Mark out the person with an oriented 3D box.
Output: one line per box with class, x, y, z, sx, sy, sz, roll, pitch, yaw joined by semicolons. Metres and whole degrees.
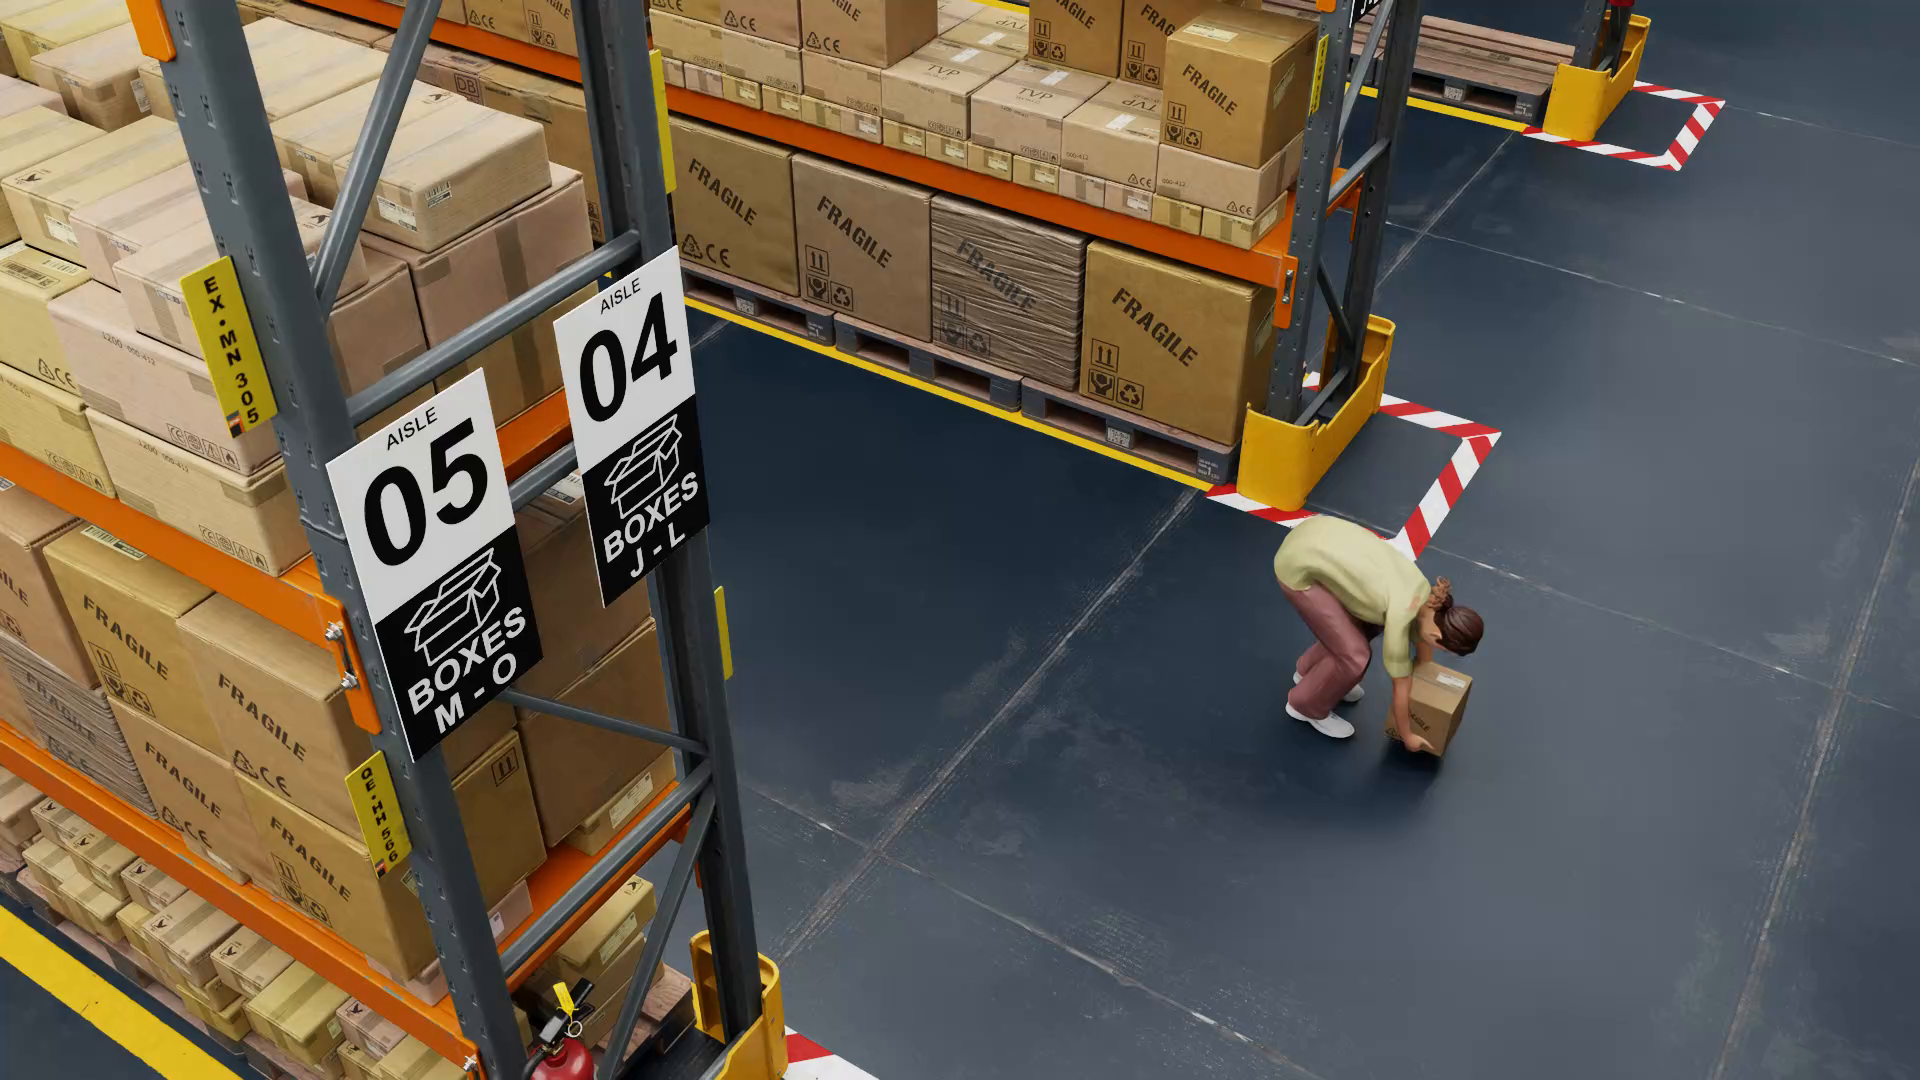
person;1.675;0.392;6.783;0.851;0.933;0.456;20;43;23
